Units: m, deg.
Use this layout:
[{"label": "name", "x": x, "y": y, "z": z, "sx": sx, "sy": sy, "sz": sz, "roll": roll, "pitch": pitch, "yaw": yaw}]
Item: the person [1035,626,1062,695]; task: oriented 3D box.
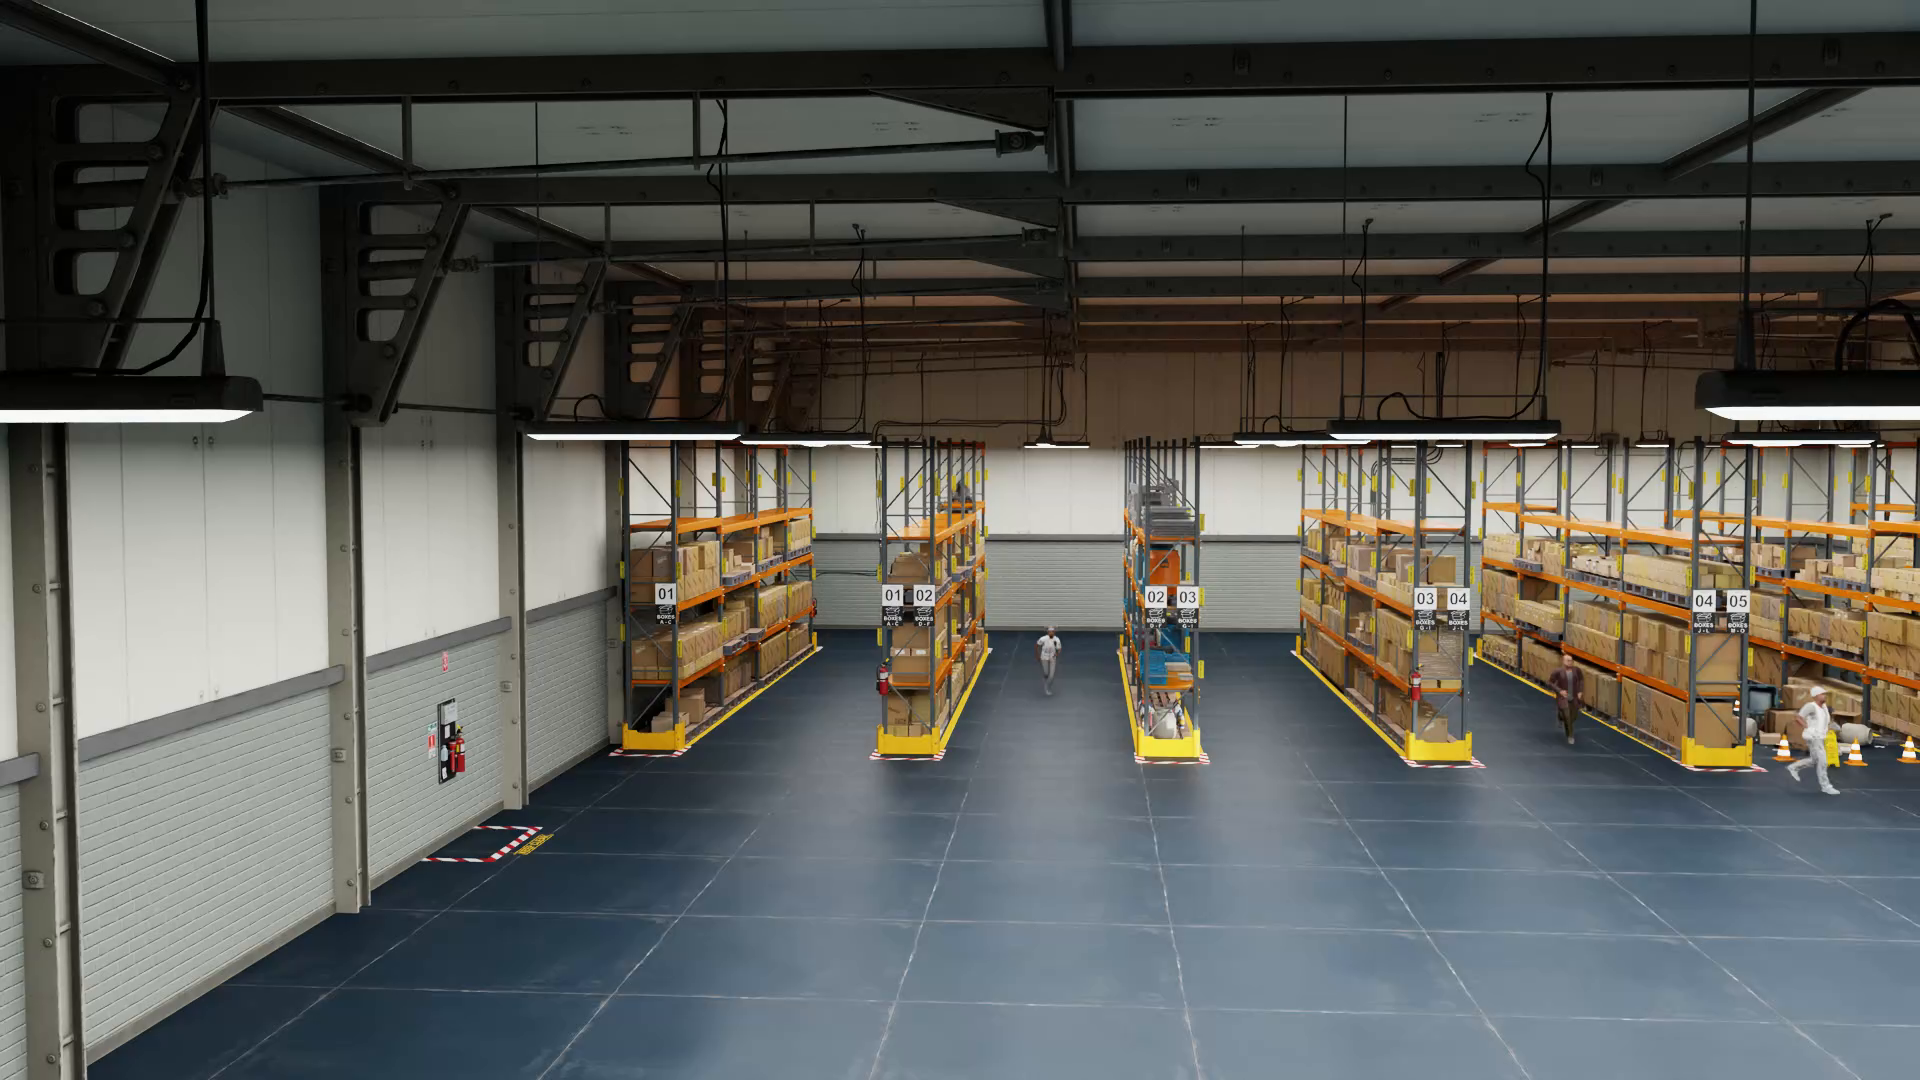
[{"label": "person", "x": 2.086, "y": 2.826, "z": 39.125, "sx": 0.615, "sy": 1.649, "sz": 0.642, "roll": 0, "pitch": 3, "yaw": -3}]

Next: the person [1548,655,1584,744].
[{"label": "person", "x": 11.951, "y": 3.124, "z": 32.829, "sx": 0.740, "sy": 1.743, "sz": 0.743, "roll": 0, "pitch": 3, "yaw": -5}]

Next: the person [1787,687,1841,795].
[{"label": "person", "x": 14.336, "y": 3.343, "z": 27.952, "sx": 0.693, "sy": 1.779, "sz": 0.949, "roll": -3, "pitch": 4, "yaw": -40}]

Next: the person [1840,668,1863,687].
[{"label": "person", "x": 20.919, "y": 2.792, "z": 38.948, "sx": 0.641, "sy": 1.759, "sz": 1.010, "roll": 0, "pitch": 3, "yaw": 4}]
